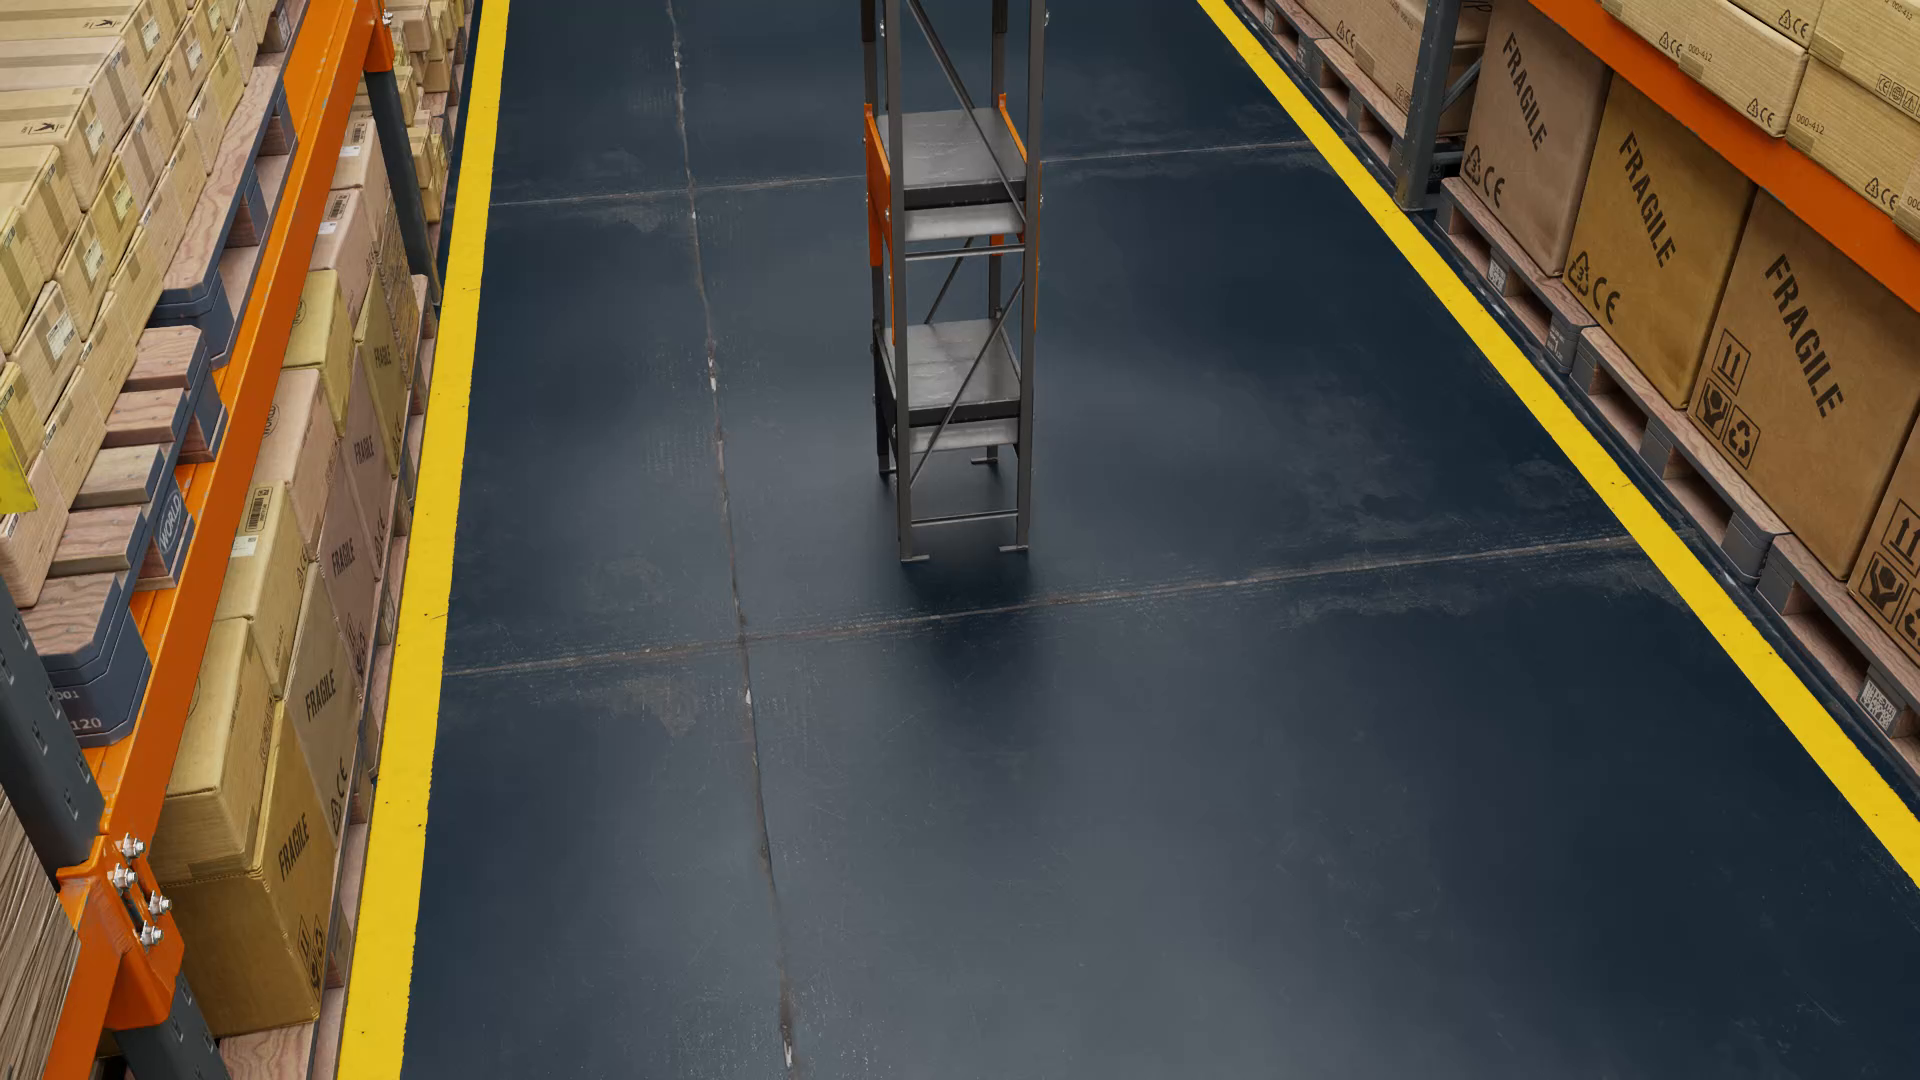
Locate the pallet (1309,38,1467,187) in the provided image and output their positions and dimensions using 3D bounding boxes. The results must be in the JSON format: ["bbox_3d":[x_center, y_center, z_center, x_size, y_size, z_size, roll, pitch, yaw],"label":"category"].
[{"bbox_3d":[2.297,-2.020,7.678,1.003,0.211,1.213,-6,38,-8],"label":"pallet"}]

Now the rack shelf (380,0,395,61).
[{"bbox_3d":[-2.853,-2.984,7.232,1.077,0.370,4.000,-6,38,-8],"label":"rack shelf"}]

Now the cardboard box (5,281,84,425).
[{"bbox_3d":[-1.738,-0.305,2.818,0.380,0.149,0.250,-4,38,-6],"label":"cardboard box"}]

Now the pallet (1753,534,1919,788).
[{"bbox_3d":[2.991,0.380,4.589,1.003,0.211,1.213,-6,38,-8],"label":"pallet"}]

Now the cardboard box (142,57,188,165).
[{"bbox_3d":[-1.915,-0.919,3.608,0.380,0.149,0.250,-7,38,-8],"label":"cardboard box"}]

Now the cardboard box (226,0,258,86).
[{"bbox_3d":[-2.052,-1.281,4.317,0.380,0.149,0.250,-8,39,-10],"label":"cardboard box"}]

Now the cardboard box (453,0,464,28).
[{"bbox_3d":[-2.637,-2.612,8.149,0.380,0.149,0.250,-8,39,-10],"label":"cardboard box"}]

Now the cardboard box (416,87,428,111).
[{"bbox_3d":[-2.485,-1.807,7.113,0.380,0.149,0.250,-7,38,-9],"label":"cardboard box"}]

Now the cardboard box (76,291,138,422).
[{"bbox_3d":[-1.775,-0.327,3.089,0.380,0.149,0.250,-4,38,-6],"label":"cardboard box"}]

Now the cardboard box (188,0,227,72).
[{"bbox_3d":[-2.003,-1.229,4.007,0.380,0.149,0.250,-6,38,-8],"label":"cardboard box"}]

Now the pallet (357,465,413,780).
[{"bbox_3d":[-2.147,0.250,4.756,1.003,0.211,1.213,-6,38,-8],"label":"pallet"}]

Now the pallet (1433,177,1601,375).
[{"bbox_3d":[2.563,-1.094,6.486,1.003,0.211,1.213,-6,38,-8],"label":"pallet"}]

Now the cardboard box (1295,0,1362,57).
[{"bbox_3d":[2.192,-2.739,8.076,0.875,0.438,0.875,-7,38,-9],"label":"cardboard box"}]

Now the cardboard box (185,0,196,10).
[{"bbox_3d":[-2.012,-1.353,3.924,0.380,0.149,0.250,-8,39,-10],"label":"cardboard box"}]

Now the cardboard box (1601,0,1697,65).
[{"bbox_3d":[2.337,-1.676,5.085,0.500,0.250,0.500,-7,38,-8],"label":"cardboard box"}]

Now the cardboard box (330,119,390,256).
[{"bbox_3d":[-2.123,-1.112,5.320,0.500,0.250,0.500,-7,38,-9],"label":"cardboard box"}]

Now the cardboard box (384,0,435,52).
[{"bbox_3d":[-2.474,-2.203,7.137,0.380,0.149,0.250,-5,38,-7],"label":"cardboard box"}]

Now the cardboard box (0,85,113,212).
[{"bbox_3d":[-1.825,-0.716,3.104,0.380,0.149,0.250,-8,39,-10],"label":"cardboard box"}]

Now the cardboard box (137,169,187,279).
[{"bbox_3d":[-1.873,-0.651,3.505,0.380,0.149,0.250,-5,38,-6],"label":"cardboard box"}]

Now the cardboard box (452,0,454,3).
[{"bbox_3d":[-2.607,-2.563,7.843,0.380,0.149,0.250,-4,38,-6],"label":"cardboard box"}]

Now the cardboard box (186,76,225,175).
[{"bbox_3d":[-1.959,-0.960,3.904,0.380,0.149,0.250,-7,38,-9],"label":"cardboard box"}]

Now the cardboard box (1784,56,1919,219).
[{"bbox_3d":[2.533,-1.068,4.302,0.500,0.250,0.500,-7,38,-8],"label":"cardboard box"}]

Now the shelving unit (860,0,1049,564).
[{"bbox_3d":[-0.029,-0.929,4.735,0.431,2.100,0.503,-6,38,-8],"label":"shelving unit"}]

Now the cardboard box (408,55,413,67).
[{"bbox_3d":[-2.506,-1.920,7.016,0.380,0.149,0.250,-8,39,-10],"label":"cardboard box"}]

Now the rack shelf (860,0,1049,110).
[{"bbox_3d":[-0.029,-1.471,4.313,0.431,0.518,0.480,-6,38,-8],"label":"rack shelf"}]

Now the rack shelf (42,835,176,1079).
[{"bbox_3d":[-1.450,1.848,1.012,1.077,0.370,4.000,-6,38,-8],"label":"rack shelf"}]

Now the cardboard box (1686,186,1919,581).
[{"bbox_3d":[2.863,-0.529,4.876,0.875,0.875,0.875,-6,38,-7],"label":"cardboard box"}]

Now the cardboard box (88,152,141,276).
[{"bbox_3d":[-1.832,-0.618,3.221,0.380,0.149,0.250,-6,38,-8],"label":"cardboard box"}]

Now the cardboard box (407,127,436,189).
[{"bbox_3d":[-2.251,-1.471,6.437,0.380,0.149,0.250,-5,38,-6],"label":"cardboard box"}]

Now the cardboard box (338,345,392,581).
[{"bbox_3d":[-1.949,-0.198,4.756,0.500,0.500,0.500,-7,38,-9],"label":"cardboard box"}]

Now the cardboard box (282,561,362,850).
[{"bbox_3d":[-1.765,0.420,3.960,0.500,0.500,0.500,-6,38,-7],"label":"cardboard box"}]

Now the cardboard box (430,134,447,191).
[{"bbox_3d":[-2.296,-1.515,6.737,0.380,0.149,0.250,-5,38,-7],"label":"cardboard box"}]

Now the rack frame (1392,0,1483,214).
[{"bbox_3d":[2.354,-2.653,6.220,1.000,3.000,0.127,-6,38,-8],"label":"rack frame"}]

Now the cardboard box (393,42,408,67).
[{"bbox_3d":[-2.441,-1.885,6.728,0.380,0.149,0.250,-7,38,-9],"label":"cardboard box"}]

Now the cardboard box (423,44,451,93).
[{"bbox_3d":[-2.517,-2.134,7.533,0.380,0.149,0.250,-7,38,-9],"label":"cardboard box"}]

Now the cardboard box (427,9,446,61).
[{"bbox_3d":[-2.513,-2.248,7.438,0.380,0.149,0.250,-7,38,-8],"label":"cardboard box"}]

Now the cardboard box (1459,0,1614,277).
[{"bbox_3d":[2.541,-1.614,6.272,0.875,0.875,0.875,-5,38,-7],"label":"cardboard box"}]

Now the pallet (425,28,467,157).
[{"bbox_3d":[-2.872,-2.099,7.780,1.003,0.211,1.213,-6,38,-8],"label":"pallet"}]

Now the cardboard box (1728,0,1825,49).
[{"bbox_3d":[2.425,-1.571,4.541,0.500,0.250,0.500,-7,38,-9],"label":"cardboard box"}]

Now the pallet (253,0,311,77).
[{"bbox_3d":[-2.511,-1.507,4.901,1.003,0.211,1.213,-6,38,-8],"label":"pallet"}]

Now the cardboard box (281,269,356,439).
[{"bbox_3d":[-1.939,-0.482,4.510,0.500,0.250,0.500,-8,39,-10],"label":"cardboard box"}]

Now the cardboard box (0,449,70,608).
[{"bbox_3d":[-1.681,-0.002,2.671,0.380,0.149,0.250,-7,38,-9],"label":"cardboard box"}]

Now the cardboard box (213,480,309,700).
[{"bbox_3d":[-1.772,0.133,3.718,0.500,0.250,0.500,-7,38,-9],"label":"cardboard box"}]

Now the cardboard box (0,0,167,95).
[{"bbox_3d":[-1.923,-1.039,3.520,0.380,0.149,0.250,-5,38,-7],"label":"cardboard box"}]

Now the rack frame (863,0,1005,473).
[{"bbox_3d":[-0.072,-1.077,4.924,0.400,2.100,0.015,-6,38,-8],"label":"rack frame"}]

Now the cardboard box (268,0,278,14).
[{"bbox_3d":[-2.150,-1.600,4.727,0.380,0.149,0.250,-6,38,-8],"label":"cardboard box"}]

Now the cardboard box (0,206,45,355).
[{"bbox_3d":[-1.741,-0.407,2.707,0.380,0.149,0.250,-7,38,-9],"label":"cardboard box"}]

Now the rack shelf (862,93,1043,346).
[{"bbox_3d":[-0.029,-0.918,4.743,0.431,0.518,0.480,-6,38,-8],"label":"rack shelf"}]

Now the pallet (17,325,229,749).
[{"bbox_3d":[-2.031,0.013,2.945,1.213,0.211,1.003,-6,38,-8],"label":"pallet"}]

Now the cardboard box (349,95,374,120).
[{"bbox_3d":[-2.359,-1.565,6.316,0.380,0.149,0.250,-5,38,-6],"label":"cardboard box"}]

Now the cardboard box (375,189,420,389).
[{"bbox_3d":[-2.124,-0.819,5.554,0.500,0.500,0.500,-7,38,-9],"label":"cardboard box"}]
